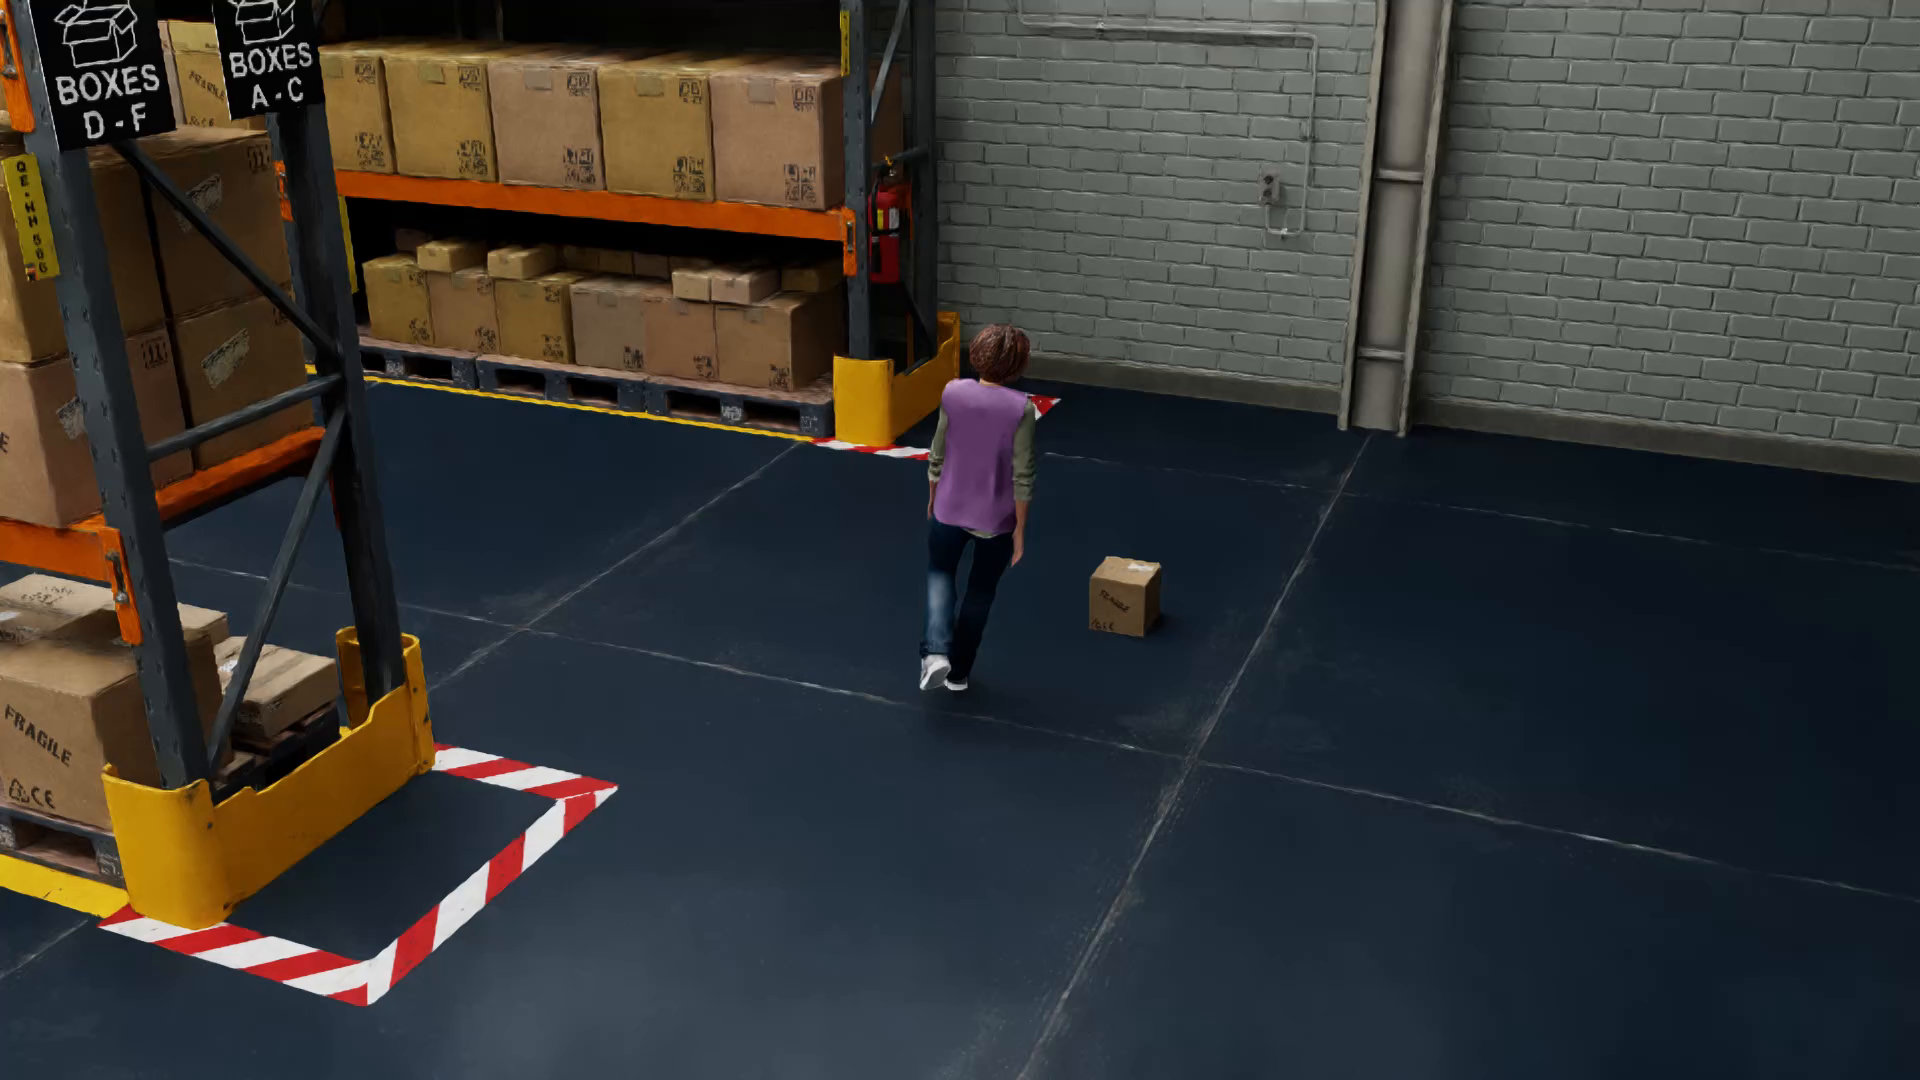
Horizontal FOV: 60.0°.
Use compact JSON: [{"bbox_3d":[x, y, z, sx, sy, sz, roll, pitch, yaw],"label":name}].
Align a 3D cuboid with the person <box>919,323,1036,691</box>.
[{"bbox_3d":[0.070,-0.084,6.347,0.466,1.558,0.562,5,23,12],"label":"person"}]
